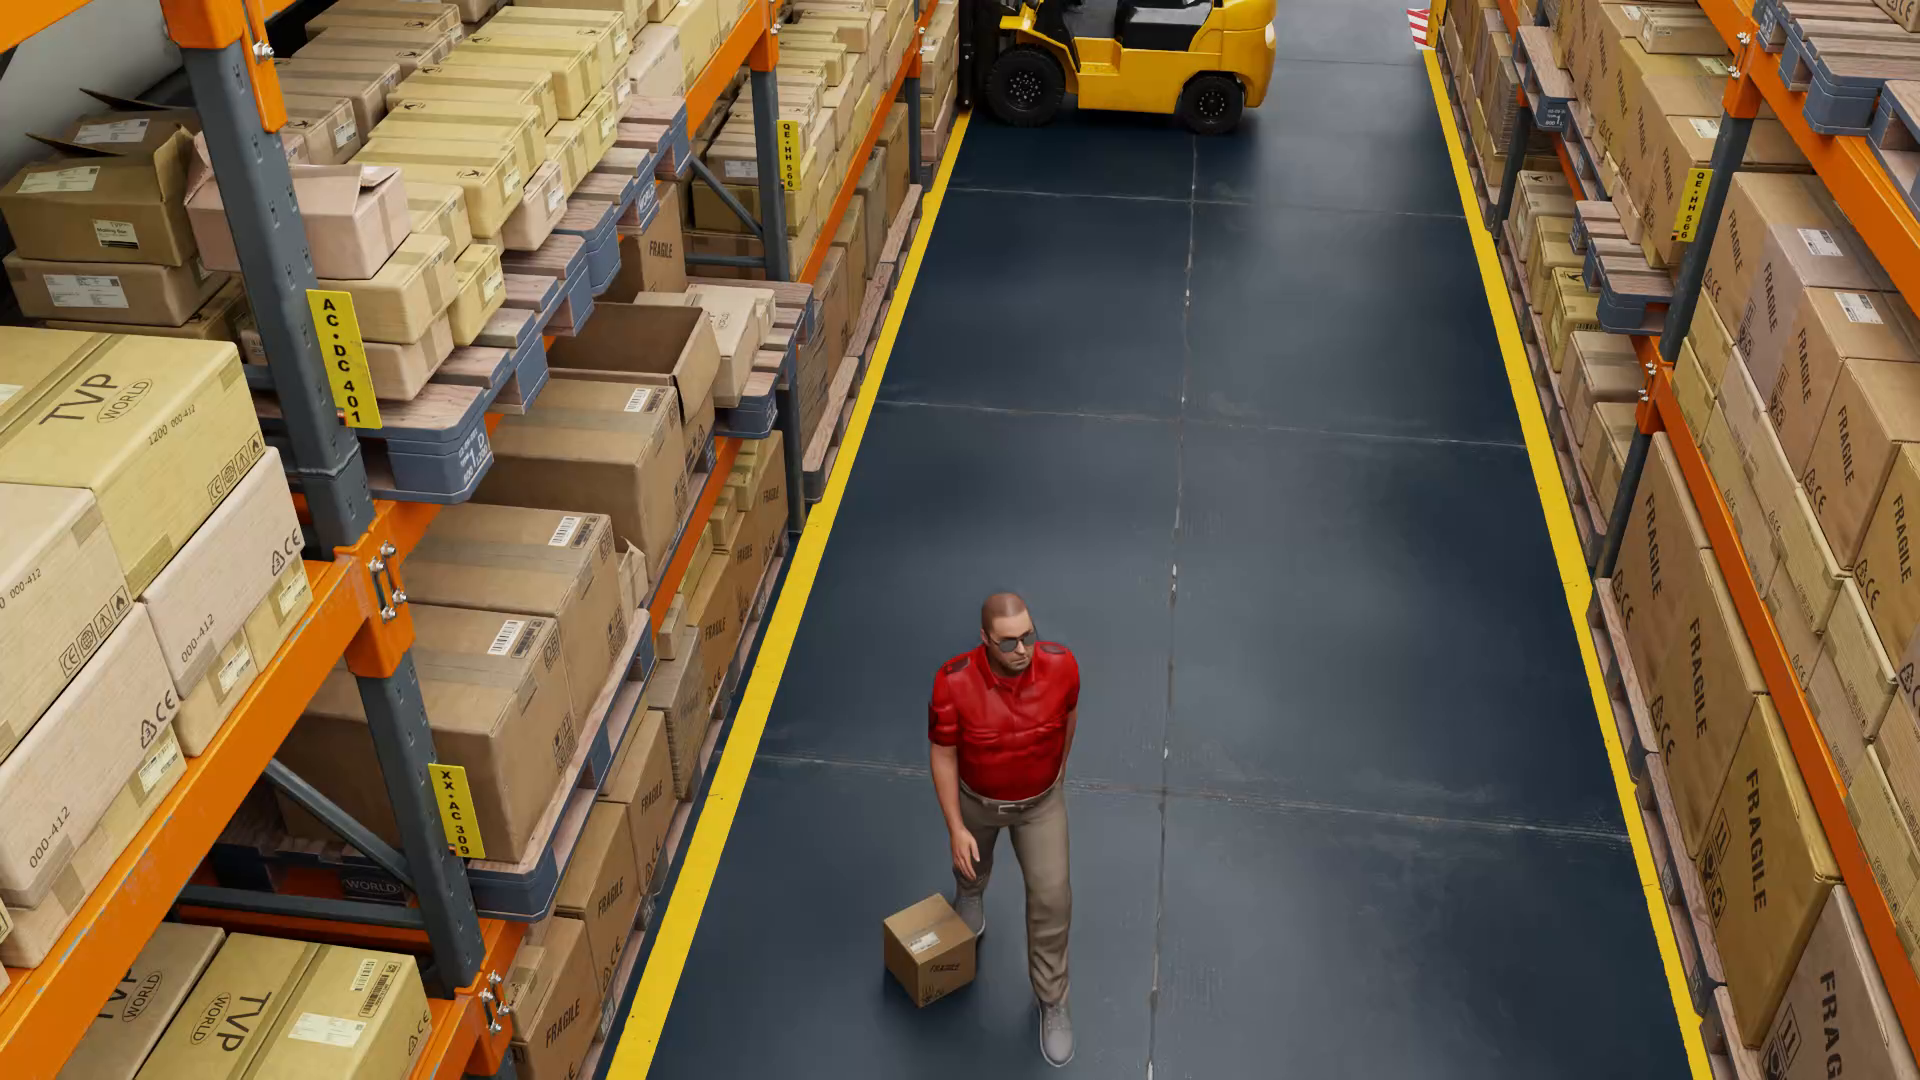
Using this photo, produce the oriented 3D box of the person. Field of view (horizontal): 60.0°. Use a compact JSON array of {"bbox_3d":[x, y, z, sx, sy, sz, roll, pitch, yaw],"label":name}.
[{"bbox_3d":[0.164,0.940,5.768,0.540,1.746,0.878,-4,36,-6],"label":"person"}]
